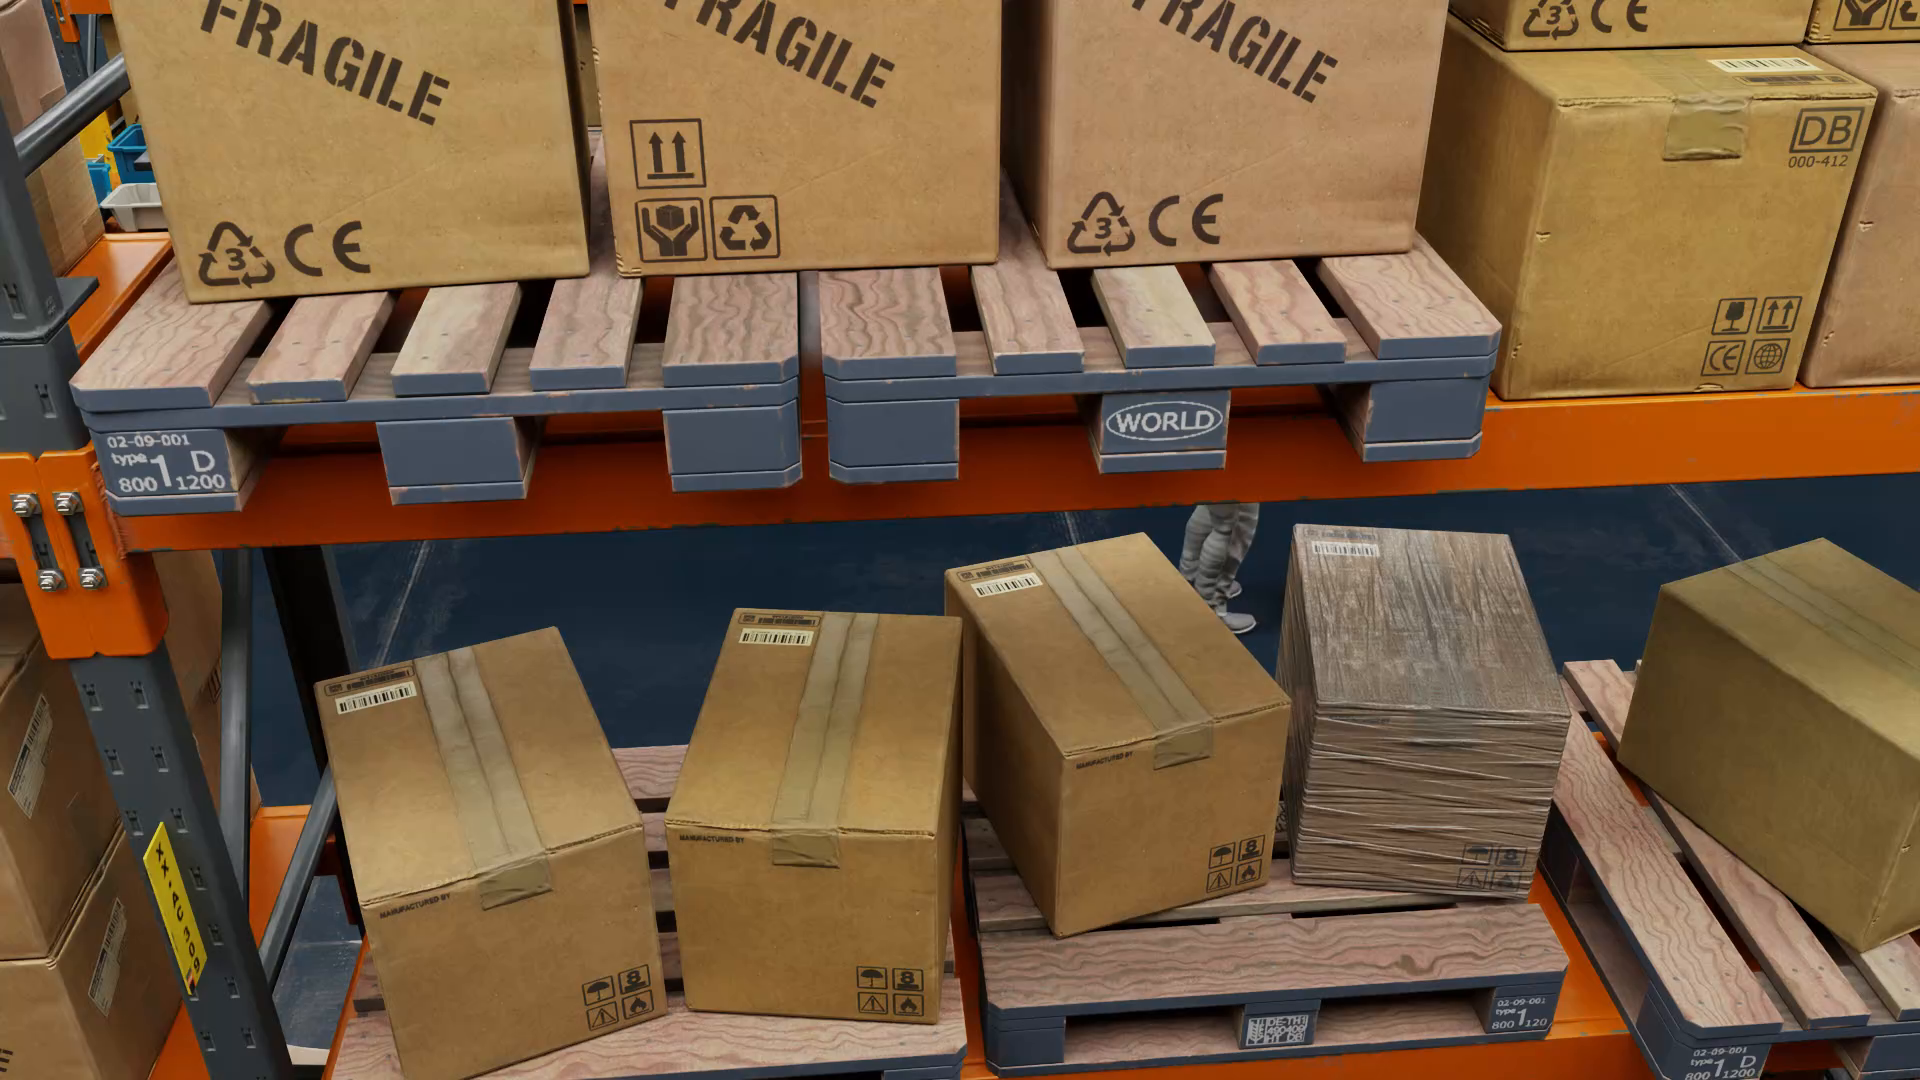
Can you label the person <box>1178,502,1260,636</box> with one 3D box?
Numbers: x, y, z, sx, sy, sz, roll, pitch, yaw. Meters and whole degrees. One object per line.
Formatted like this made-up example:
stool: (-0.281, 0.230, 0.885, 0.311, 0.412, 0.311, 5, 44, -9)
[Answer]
person: (1.101, -0.411, 6.817, 0.390, 1.659, 0.469, -2, 31, -3)
